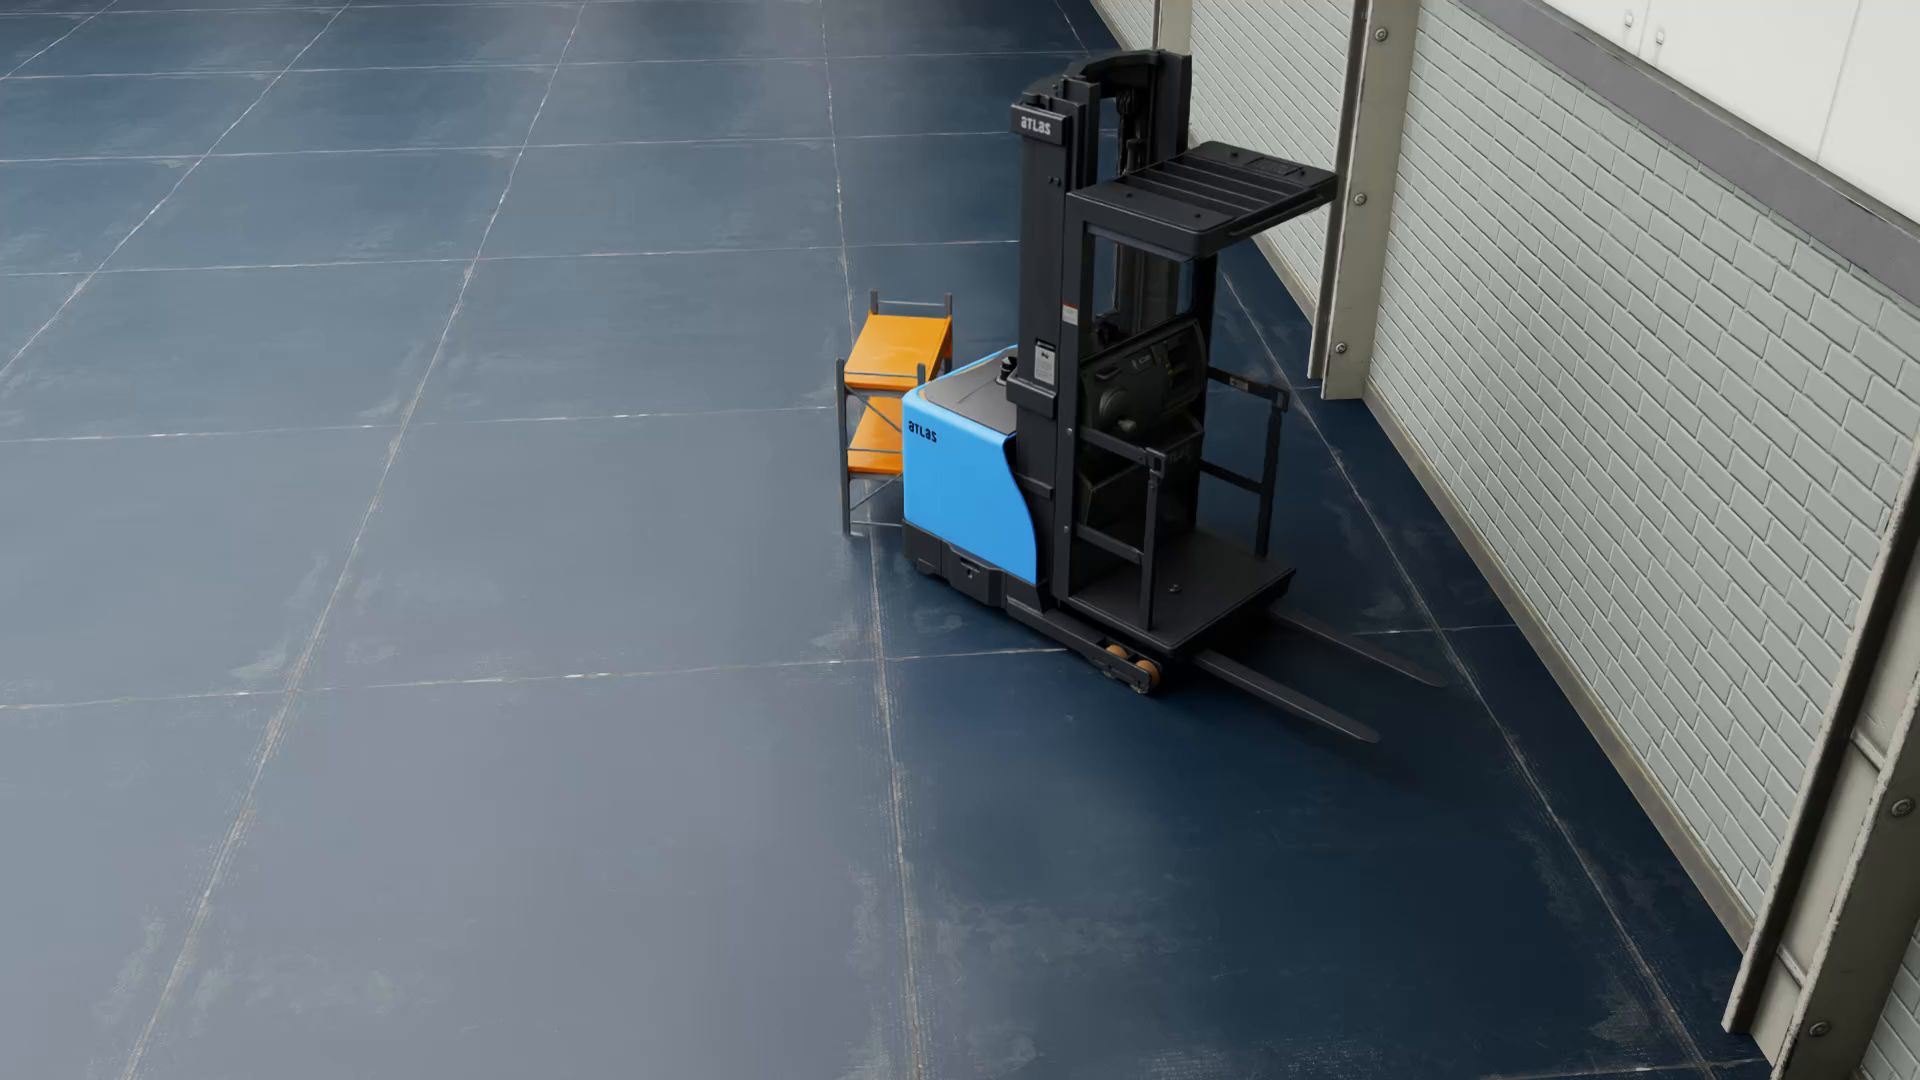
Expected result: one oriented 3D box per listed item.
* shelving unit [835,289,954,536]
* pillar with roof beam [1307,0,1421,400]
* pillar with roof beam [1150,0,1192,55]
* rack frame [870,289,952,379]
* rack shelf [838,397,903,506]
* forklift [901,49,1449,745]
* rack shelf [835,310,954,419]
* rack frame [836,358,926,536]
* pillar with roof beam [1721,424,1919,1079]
[{"bbox_3d":[-0.370,-0.763,9.930,0.538,1.125,1.048,4,31,7],"label":"shelving unit"},{"bbox_3d":[-1.673,-4.723,8.882,9.100,9.000,0.400,-3,31,-5],"label":"pillar with roof beam"},{"bbox_3d":[-2.234,-7.787,14.011,9.100,9.000,0.400,-3,31,-5],"label":"pillar with roof beam"},{"bbox_3d":[-0.299,-1.021,10.362,0.500,1.125,0.032,4,31,7],"label":"rack frame"},{"bbox_3d":[-0.370,-0.553,10.056,0.538,0.278,1.000,4,31,7],"label":"rack shelf"},{"bbox_3d":[1.077,-0.781,8.199,3.031,2.935,1.130,26,40,37],"label":"forklift"},{"bbox_3d":[-0.370,-1.014,9.780,0.538,0.278,1.000,4,31,7],"label":"rack shelf"},{"bbox_3d":[-0.441,-0.505,9.498,0.500,1.125,0.032,4,31,7],"label":"rack frame"},{"bbox_3d":[-1.113,-1.660,3.754,9.100,9.000,0.400,-3,31,-5],"label":"pillar with roof beam"}]
